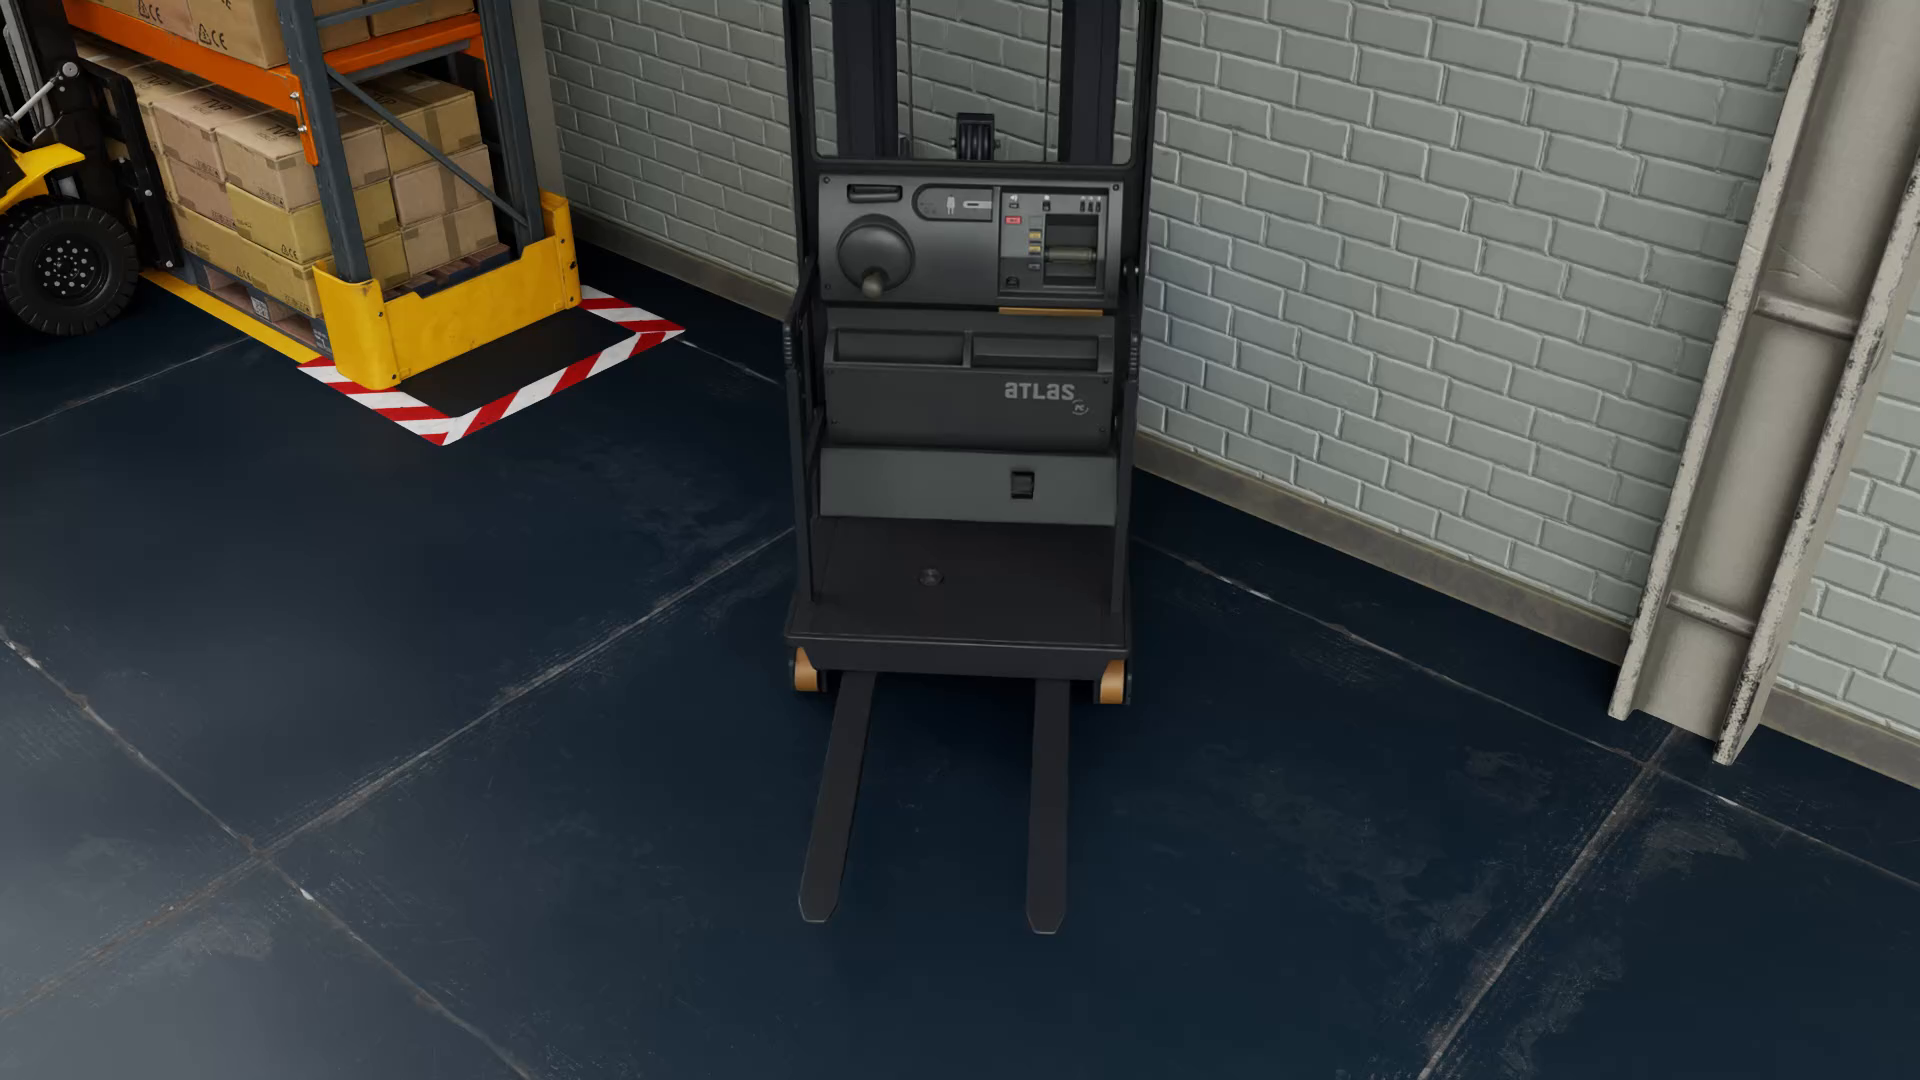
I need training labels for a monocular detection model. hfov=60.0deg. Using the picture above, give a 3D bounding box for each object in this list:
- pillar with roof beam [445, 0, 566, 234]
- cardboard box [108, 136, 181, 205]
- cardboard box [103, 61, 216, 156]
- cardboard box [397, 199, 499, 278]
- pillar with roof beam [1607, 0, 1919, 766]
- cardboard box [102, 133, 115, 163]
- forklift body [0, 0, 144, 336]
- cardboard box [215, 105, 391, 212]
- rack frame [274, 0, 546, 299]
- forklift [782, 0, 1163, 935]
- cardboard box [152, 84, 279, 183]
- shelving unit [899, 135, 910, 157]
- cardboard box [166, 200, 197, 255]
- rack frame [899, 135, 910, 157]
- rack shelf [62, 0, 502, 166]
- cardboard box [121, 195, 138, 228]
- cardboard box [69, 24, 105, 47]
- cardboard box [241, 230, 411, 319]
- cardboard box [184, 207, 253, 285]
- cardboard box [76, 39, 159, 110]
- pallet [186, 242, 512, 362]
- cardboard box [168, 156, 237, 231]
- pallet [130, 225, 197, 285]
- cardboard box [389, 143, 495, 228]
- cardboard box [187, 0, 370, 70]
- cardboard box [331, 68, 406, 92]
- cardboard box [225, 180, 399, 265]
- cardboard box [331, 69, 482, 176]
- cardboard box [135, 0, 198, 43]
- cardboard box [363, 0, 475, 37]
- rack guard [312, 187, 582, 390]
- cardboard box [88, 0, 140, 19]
[{"bbox_3d":[-5.006,-3.438,3.307,0.400,9.000,9.100,25,42,32],"label":"pillar with roof beam"},{"bbox_3d":[-3.656,-1.844,7.902,0.500,0.250,0.500,24,41,31],"label":"cardboard box"},{"bbox_3d":[-3.637,-2.037,7.742,0.500,0.250,0.500,26,42,32],"label":"cardboard box"},{"bbox_3d":[-2.546,-1.496,7.837,0.500,0.250,0.500,25,42,32],"label":"cardboard box"},{"bbox_3d":[-0.395,-1.265,0.143,0.400,9.000,9.100,25,42,32],"label":"pillar with roof beam"},{"bbox_3d":[-4.038,-2.027,8.168,0.500,0.250,0.500,25,42,32],"label":"cardboard box"},{"bbox_3d":[-4.918,-1.737,6.879,1.214,2.155,2.313,25,42,32],"label":"forklift body"},{"bbox_3d":[-2.847,-1.677,7.216,0.500,0.250,0.500,27,43,33],"label":"cardboard box"},{"bbox_3d":[-2.293,-2.194,6.795,0.127,3.000,1.000,25,42,32],"label":"rack frame"},{"bbox_3d":[0.019,-0.861,4.915,1.130,2.935,3.031,2,35,3],"label":"forklift"},{"bbox_3d":[-3.243,-1.859,7.482,0.500,0.250,0.500,26,42,33],"label":"cardboard box"},{"bbox_3d":[-0.006,-0.866,6.497,1.048,1.125,0.538,25,36,32],"label":"shelving unit"},{"bbox_3d":[-3.611,-1.635,8.040,0.500,0.250,0.500,26,42,32],"label":"cardboard box"},{"bbox_3d":[-0.395,-1.045,6.769,0.032,1.125,0.500,25,36,32],"label":"rack frame"},{"bbox_3d":[-3.830,-2.621,8.053,4.000,0.370,1.077,25,42,32],"label":"rack shelf"},{"bbox_3d":[-4.025,-1.814,8.299,0.500,0.250,0.500,27,43,33],"label":"cardboard box"},{"bbox_3d":[-4.420,-2.418,8.296,0.500,0.250,0.500,27,43,33],"label":"cardboard box"},{"bbox_3d":[-2.857,-1.266,7.502,0.500,0.250,0.500,26,42,32],"label":"cardboard box"},{"bbox_3d":[-3.233,-1.450,7.770,0.500,0.250,0.500,25,42,32],"label":"cardboard box"},{"bbox_3d":[-4.022,-2.224,8.014,0.500,0.250,0.500,24,41,31],"label":"cardboard box"},{"bbox_3d":[-2.908,-1.303,7.961,1.213,0.211,1.003,25,42,32],"label":"pallet"},{"bbox_3d":[-3.246,-1.666,7.643,0.500,0.250,0.500,25,42,31],"label":"cardboard box"},{"bbox_3d":[-3.841,-1.745,8.604,1.213,0.211,1.003,25,42,32],"label":"pallet"},{"bbox_3d":[-2.522,-1.700,7.692,0.500,0.250,0.500,26,42,33],"label":"cardboard box"},{"bbox_3d":[-2.840,-2.299,6.859,0.500,0.500,0.500,24,41,31],"label":"cardboard box"},{"bbox_3d":[-2.928,-2.081,7.806,0.500,0.250,0.500,25,42,32],"label":"cardboard box"},{"bbox_3d":[-2.868,-1.480,7.371,0.500,0.250,0.500,25,41,31],"label":"cardboard box"},{"bbox_3d":[-2.542,-1.902,7.544,0.500,0.250,0.500,25,41,31],"label":"cardboard box"},{"bbox_3d":[-3.232,-2.491,7.139,0.500,0.500,0.500,27,43,33],"label":"cardboard box"},{"bbox_3d":[-2.496,-2.535,7.203,0.500,0.500,0.500,27,43,33],"label":"cardboard box"},{"bbox_3d":[-2.275,-1.155,7.489,0.348,0.500,1.175,25,42,32],"label":"rack guard"},{"bbox_3d":[-3.626,-2.676,7.409,0.500,0.500,0.500,24,41,31],"label":"cardboard box"}]
